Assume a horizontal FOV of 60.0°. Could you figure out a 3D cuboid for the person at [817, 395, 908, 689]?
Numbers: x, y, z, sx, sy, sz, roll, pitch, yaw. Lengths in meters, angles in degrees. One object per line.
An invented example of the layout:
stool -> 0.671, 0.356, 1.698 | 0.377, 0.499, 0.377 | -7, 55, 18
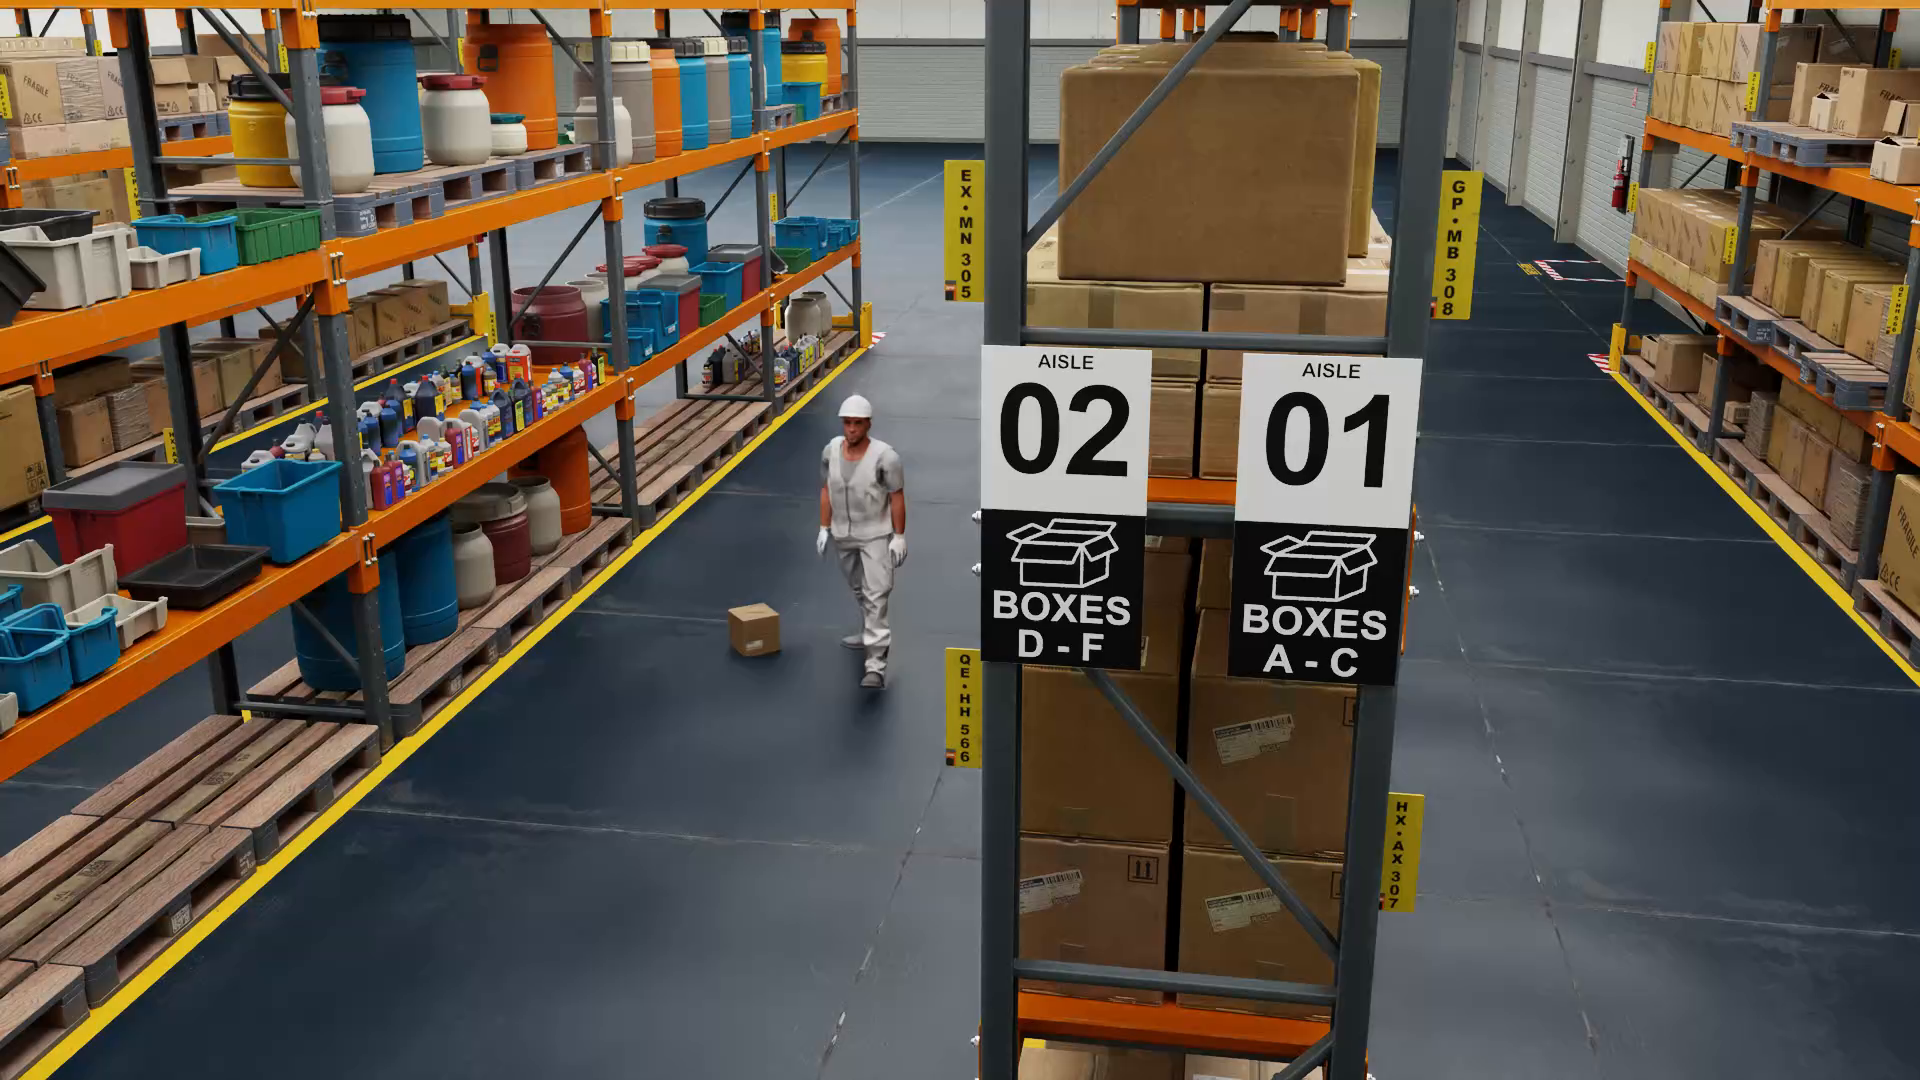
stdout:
person -> -0.594, -0.019, 10.067 | 0.634, 1.753, 0.904 | 9, 20, 26
